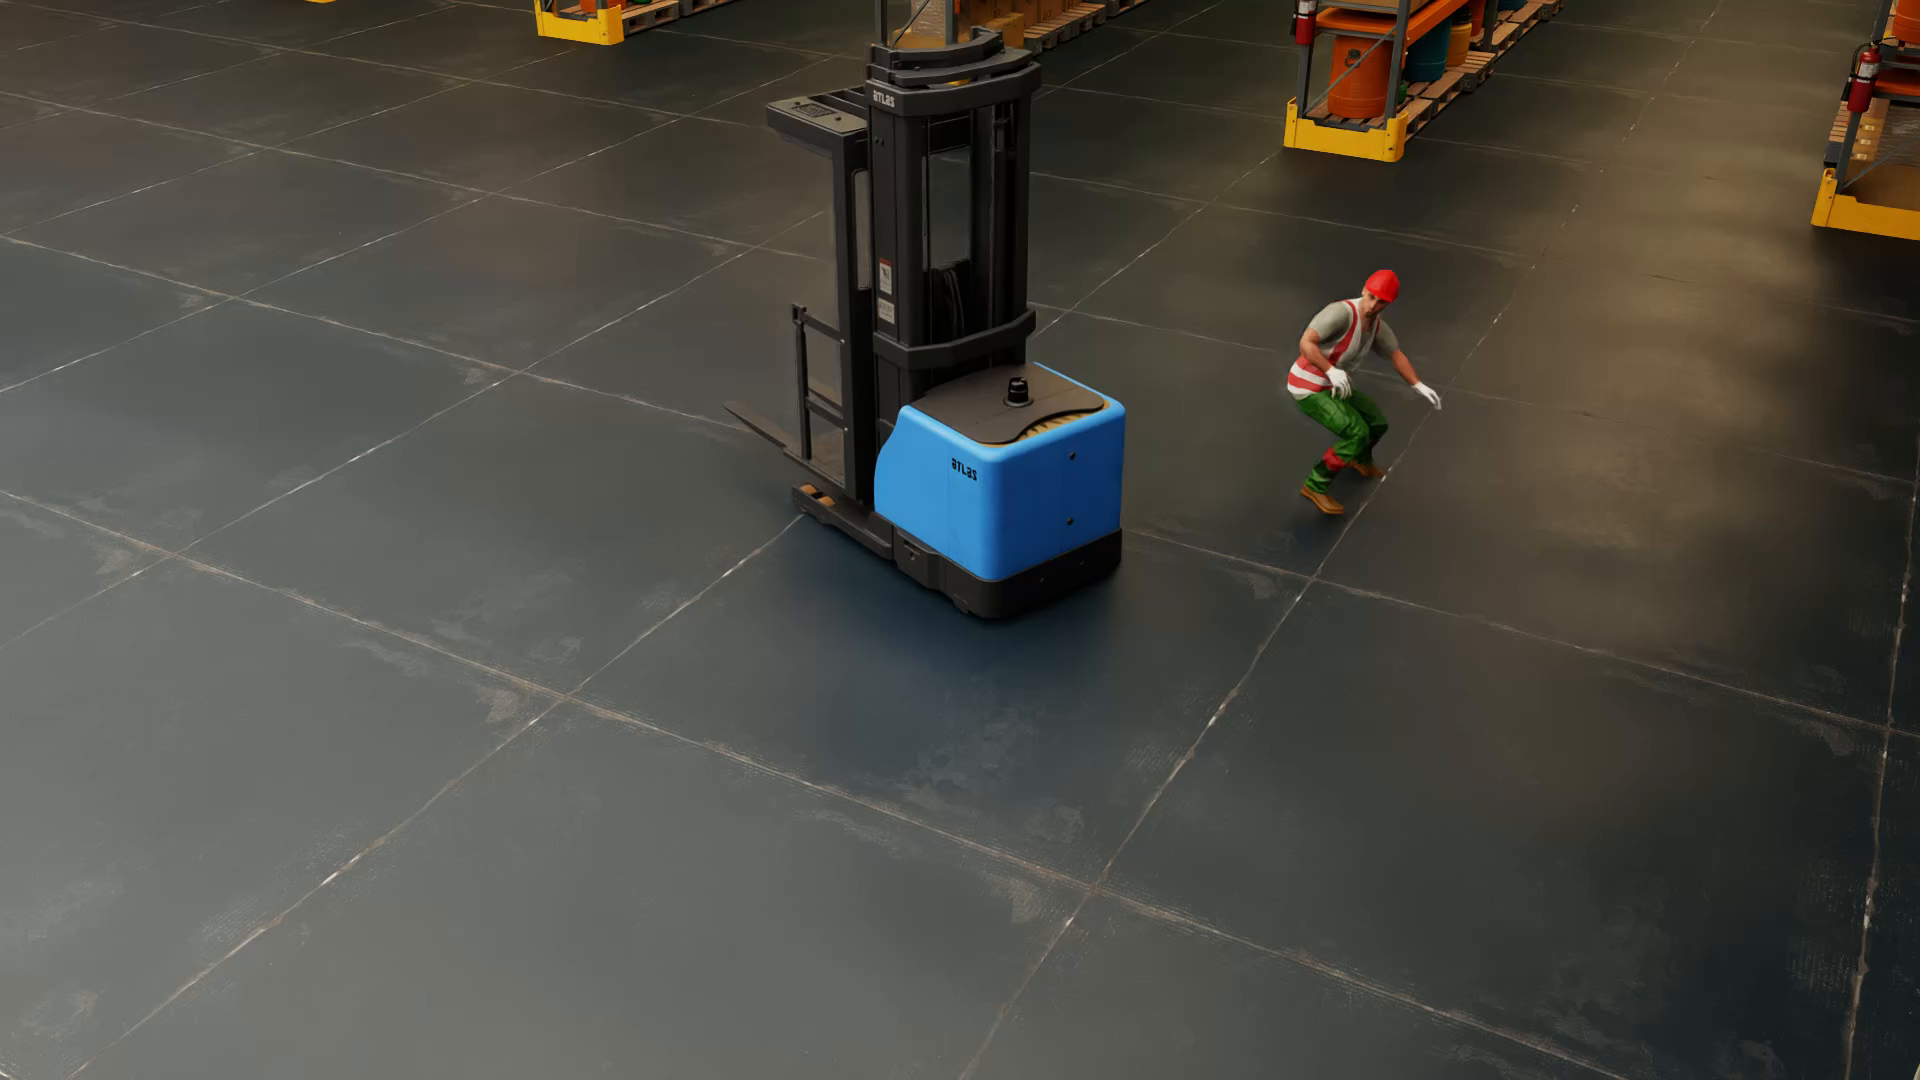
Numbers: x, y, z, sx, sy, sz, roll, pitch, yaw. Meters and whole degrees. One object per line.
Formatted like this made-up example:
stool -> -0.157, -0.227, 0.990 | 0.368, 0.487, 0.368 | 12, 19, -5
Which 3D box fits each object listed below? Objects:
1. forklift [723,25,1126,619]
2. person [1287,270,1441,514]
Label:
forklift -> -0.382, -1.507, 9.682 | 1.130, 2.935, 3.031 | -22, 37, -33
person -> 2.441, -0.914, 10.134 | 0.777, 1.540, 0.898 | 22, 37, 33
